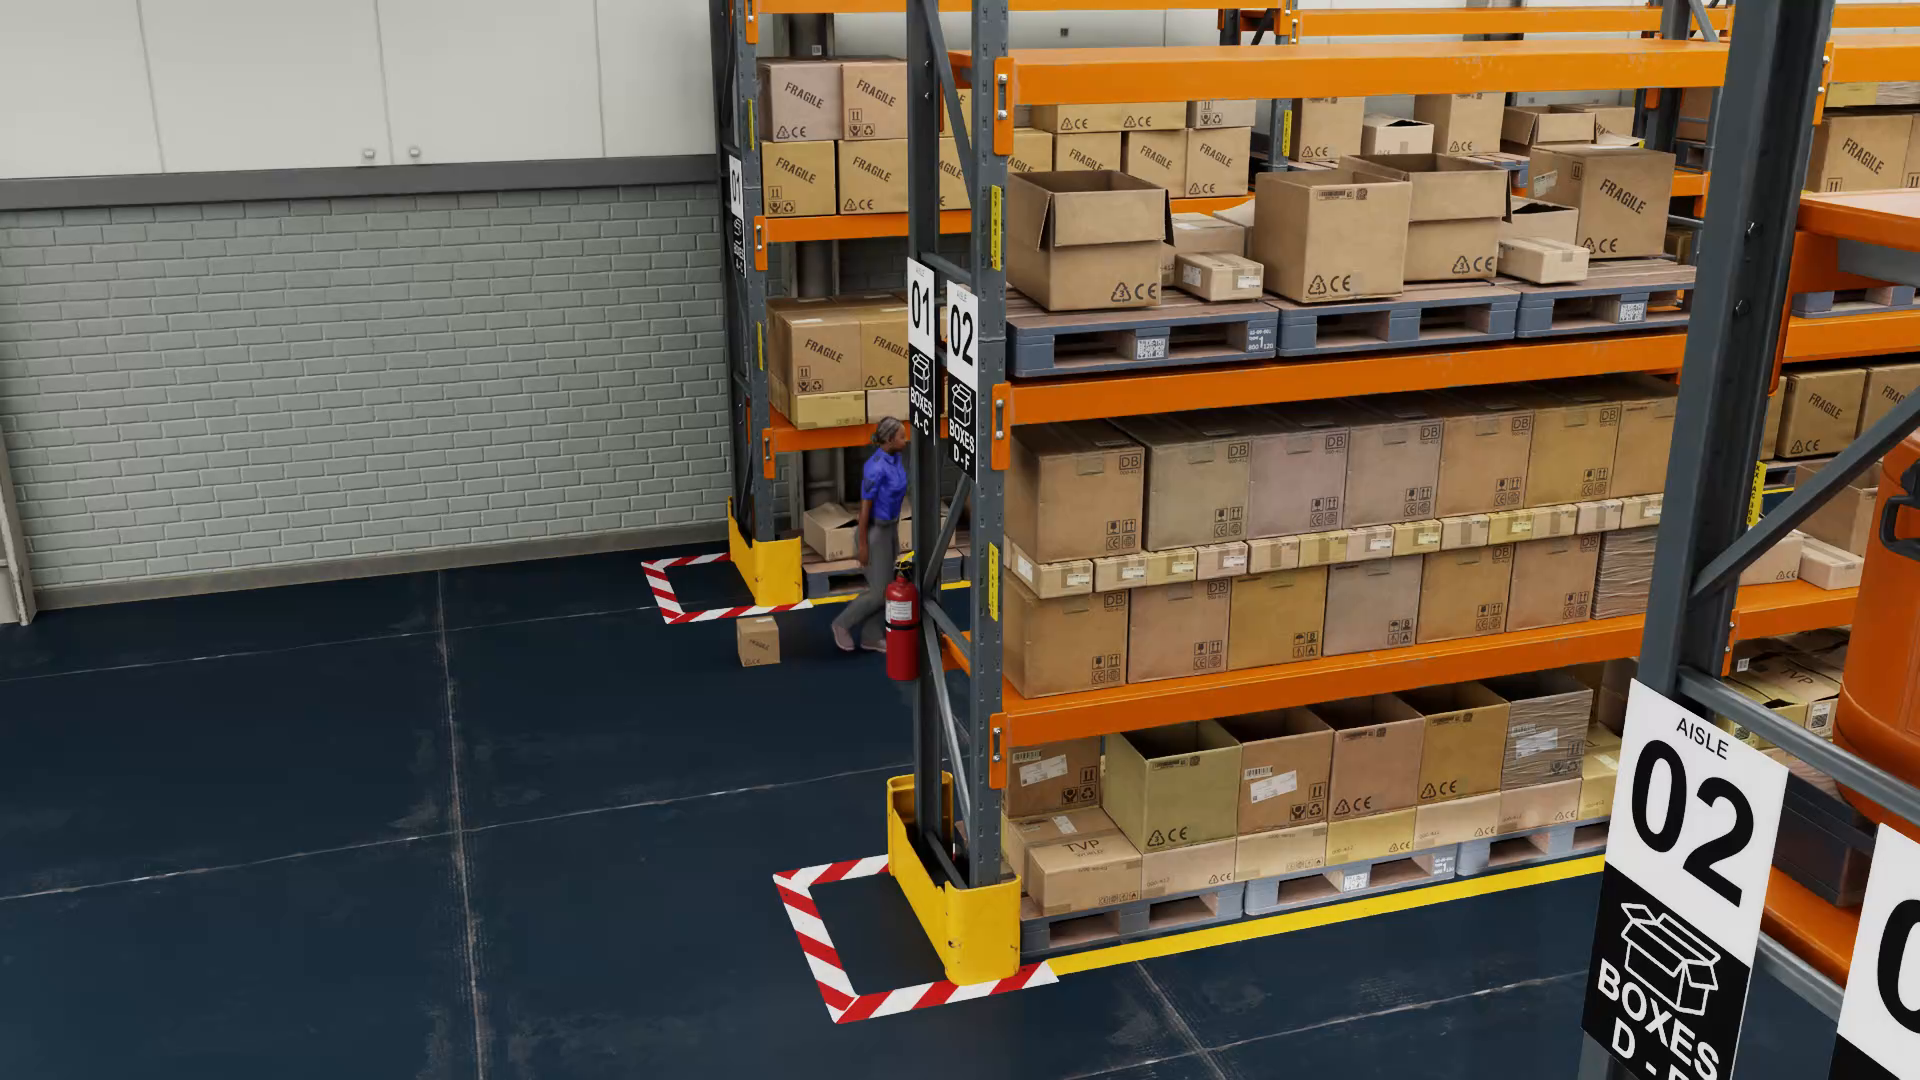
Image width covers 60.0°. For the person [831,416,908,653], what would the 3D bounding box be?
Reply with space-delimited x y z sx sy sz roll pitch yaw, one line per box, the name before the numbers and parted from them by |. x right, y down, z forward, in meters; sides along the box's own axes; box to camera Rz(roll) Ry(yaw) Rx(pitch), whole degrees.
person | -0.612 -0.021 11.131 0.511 1.652 0.524 6 20 16
